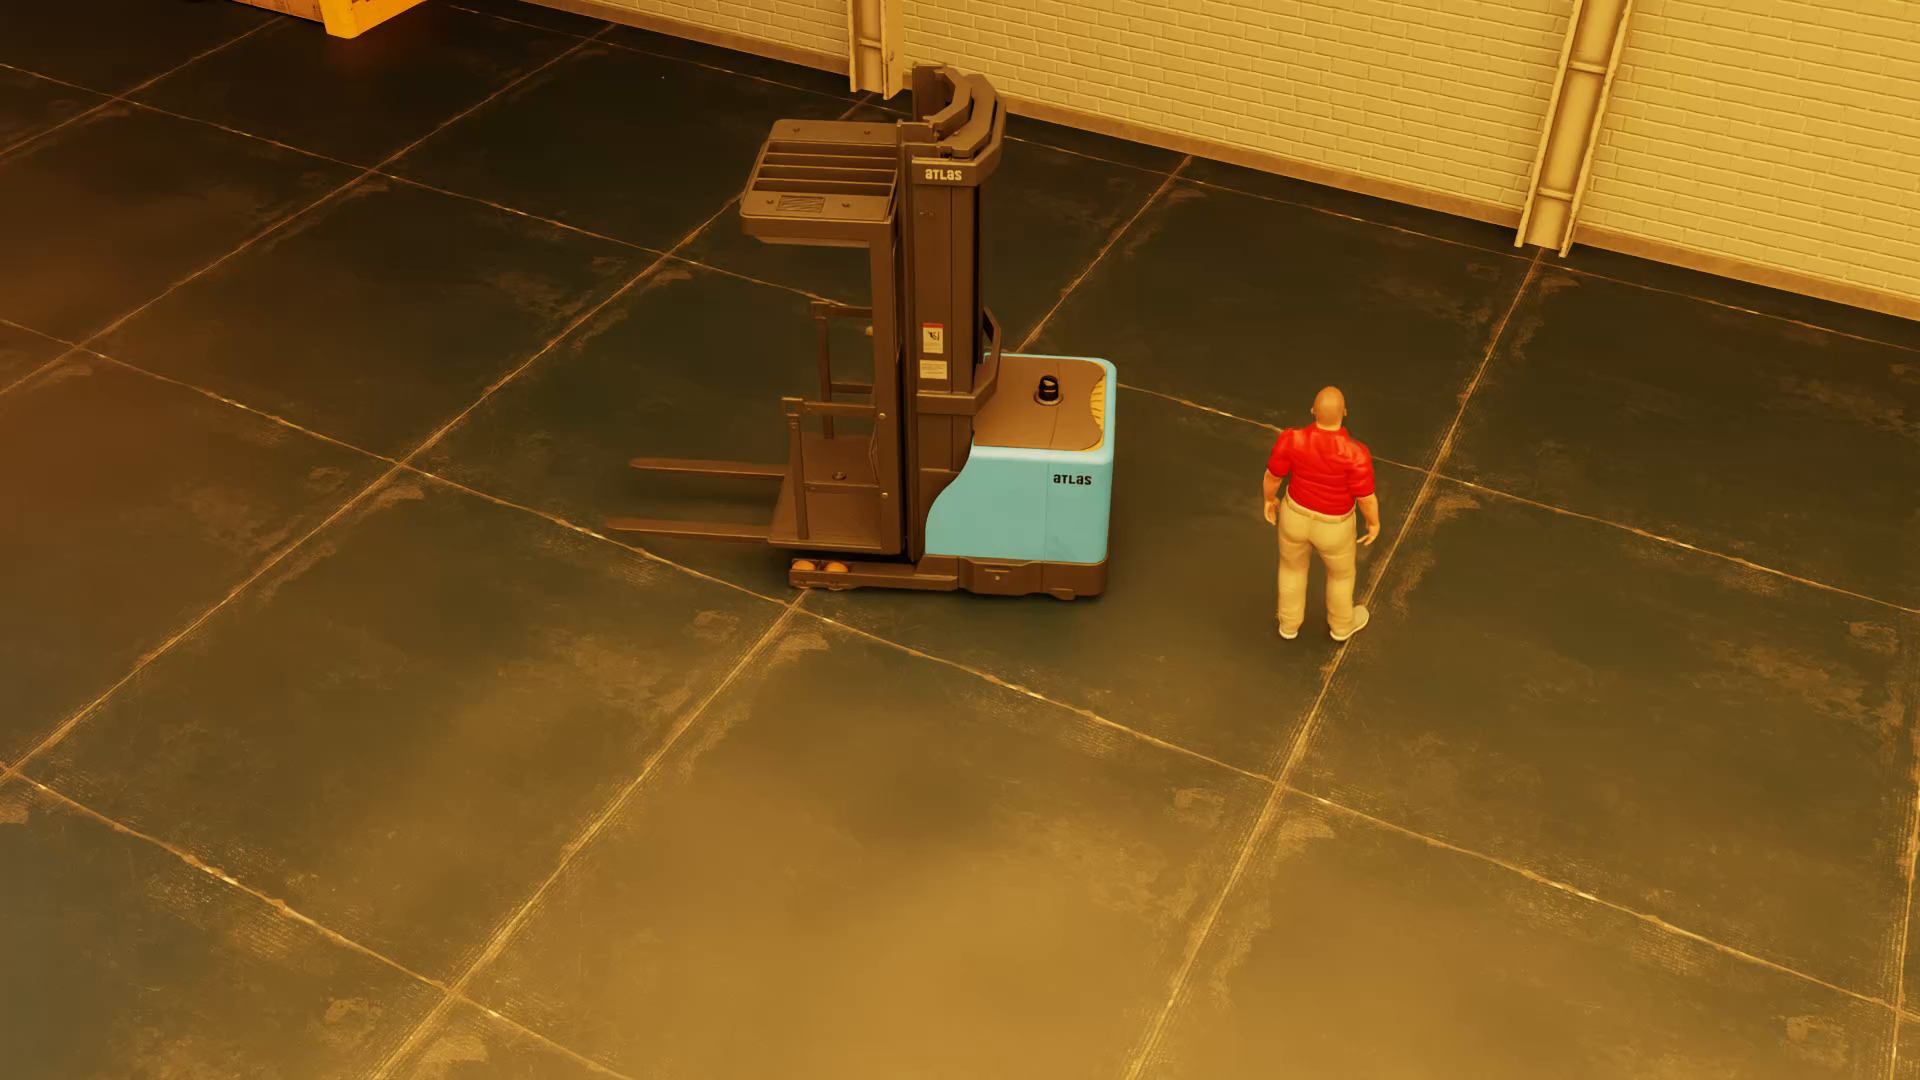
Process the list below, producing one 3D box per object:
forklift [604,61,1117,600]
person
[{"bbox_3d":[-0.606,-1.157,9.360,3.031,2.935,1.130,3,40,4],"label":"forklift"},{"bbox_3d":[1.995,-0.162,9.107,0.651,1.734,0.538,18,43,20],"label":"person"}]
